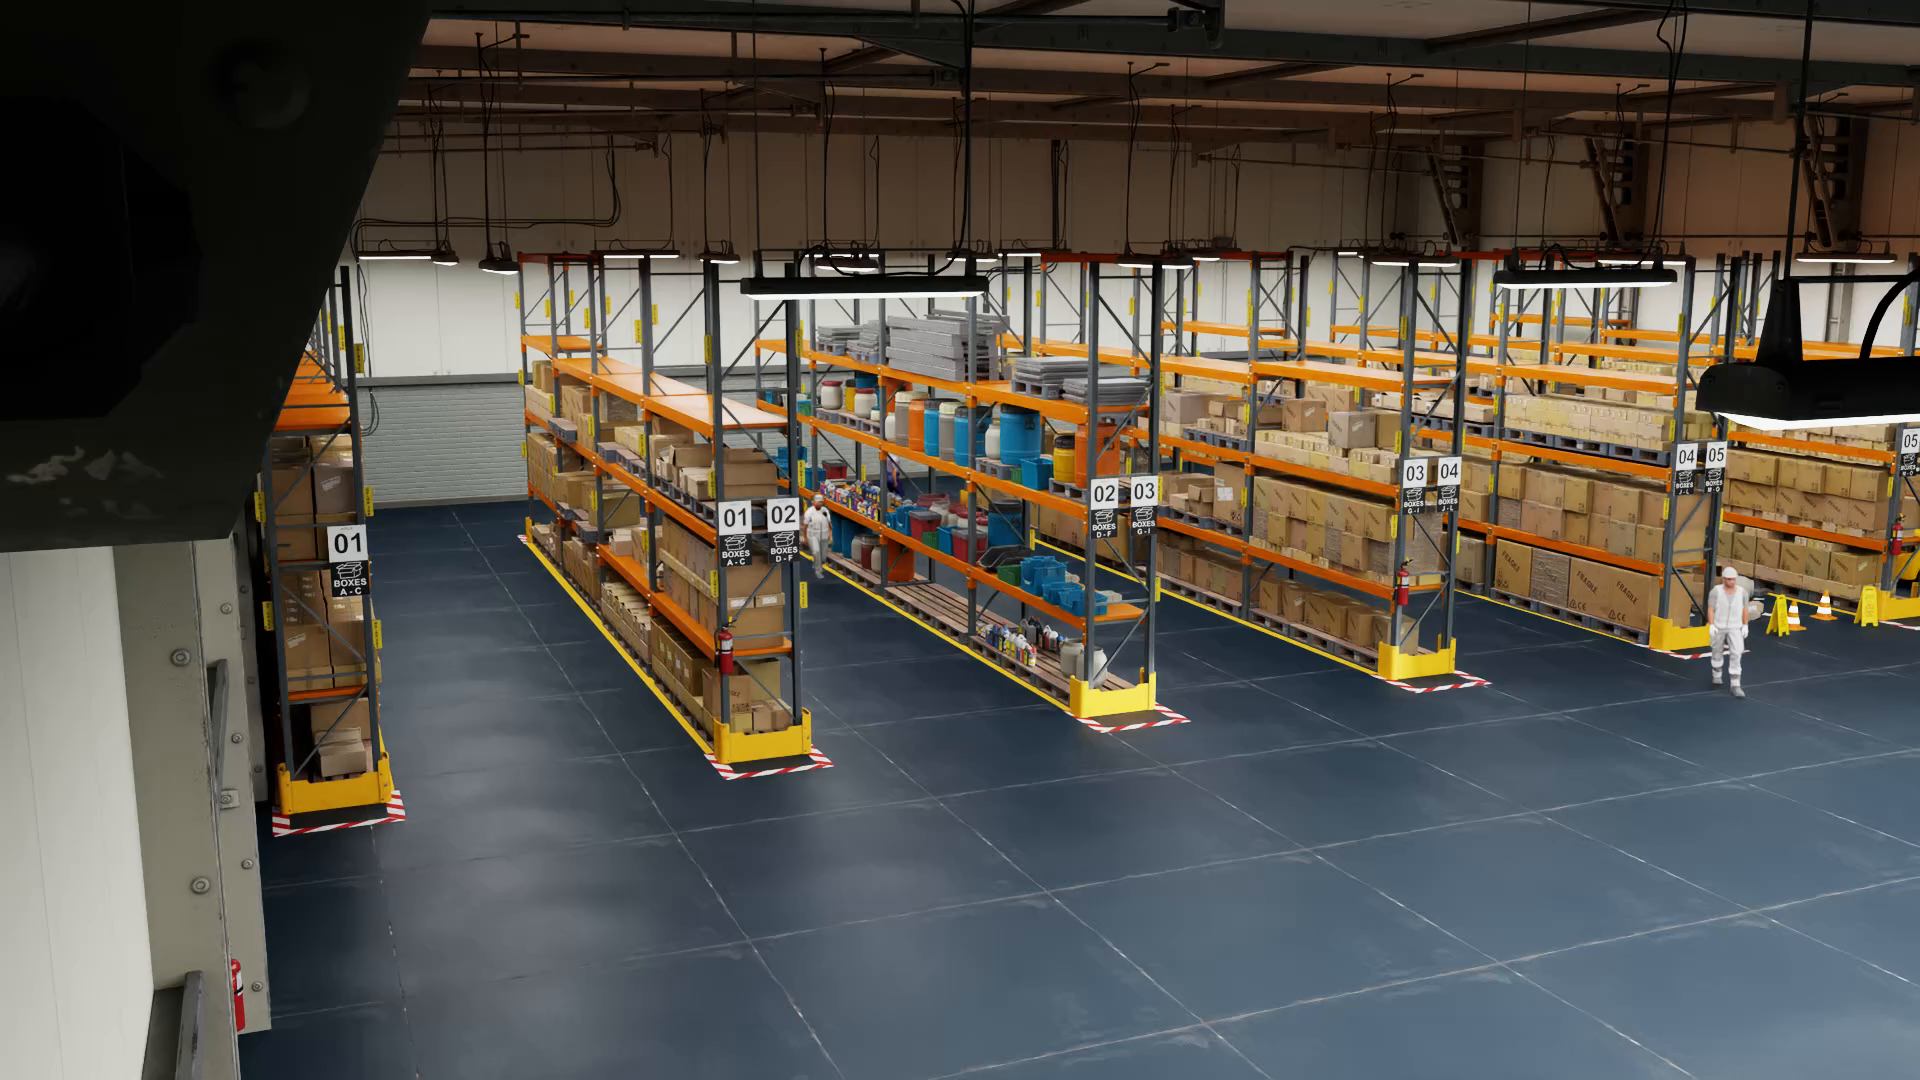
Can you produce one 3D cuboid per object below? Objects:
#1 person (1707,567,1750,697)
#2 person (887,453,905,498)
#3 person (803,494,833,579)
[{"bbox_3d":[10.742,1.237,23.263,0.561,1.736,0.949,4,11,21],"label":"person"},{"bbox_3d":[-1.543,-1.354,37.926,0.395,1.669,0.525,-8,13,-36],"label":"person"},{"bbox_3d":[-2.537,-0.084,29.885,0.506,1.492,1.008,-4,11,-21],"label":"person"}]
